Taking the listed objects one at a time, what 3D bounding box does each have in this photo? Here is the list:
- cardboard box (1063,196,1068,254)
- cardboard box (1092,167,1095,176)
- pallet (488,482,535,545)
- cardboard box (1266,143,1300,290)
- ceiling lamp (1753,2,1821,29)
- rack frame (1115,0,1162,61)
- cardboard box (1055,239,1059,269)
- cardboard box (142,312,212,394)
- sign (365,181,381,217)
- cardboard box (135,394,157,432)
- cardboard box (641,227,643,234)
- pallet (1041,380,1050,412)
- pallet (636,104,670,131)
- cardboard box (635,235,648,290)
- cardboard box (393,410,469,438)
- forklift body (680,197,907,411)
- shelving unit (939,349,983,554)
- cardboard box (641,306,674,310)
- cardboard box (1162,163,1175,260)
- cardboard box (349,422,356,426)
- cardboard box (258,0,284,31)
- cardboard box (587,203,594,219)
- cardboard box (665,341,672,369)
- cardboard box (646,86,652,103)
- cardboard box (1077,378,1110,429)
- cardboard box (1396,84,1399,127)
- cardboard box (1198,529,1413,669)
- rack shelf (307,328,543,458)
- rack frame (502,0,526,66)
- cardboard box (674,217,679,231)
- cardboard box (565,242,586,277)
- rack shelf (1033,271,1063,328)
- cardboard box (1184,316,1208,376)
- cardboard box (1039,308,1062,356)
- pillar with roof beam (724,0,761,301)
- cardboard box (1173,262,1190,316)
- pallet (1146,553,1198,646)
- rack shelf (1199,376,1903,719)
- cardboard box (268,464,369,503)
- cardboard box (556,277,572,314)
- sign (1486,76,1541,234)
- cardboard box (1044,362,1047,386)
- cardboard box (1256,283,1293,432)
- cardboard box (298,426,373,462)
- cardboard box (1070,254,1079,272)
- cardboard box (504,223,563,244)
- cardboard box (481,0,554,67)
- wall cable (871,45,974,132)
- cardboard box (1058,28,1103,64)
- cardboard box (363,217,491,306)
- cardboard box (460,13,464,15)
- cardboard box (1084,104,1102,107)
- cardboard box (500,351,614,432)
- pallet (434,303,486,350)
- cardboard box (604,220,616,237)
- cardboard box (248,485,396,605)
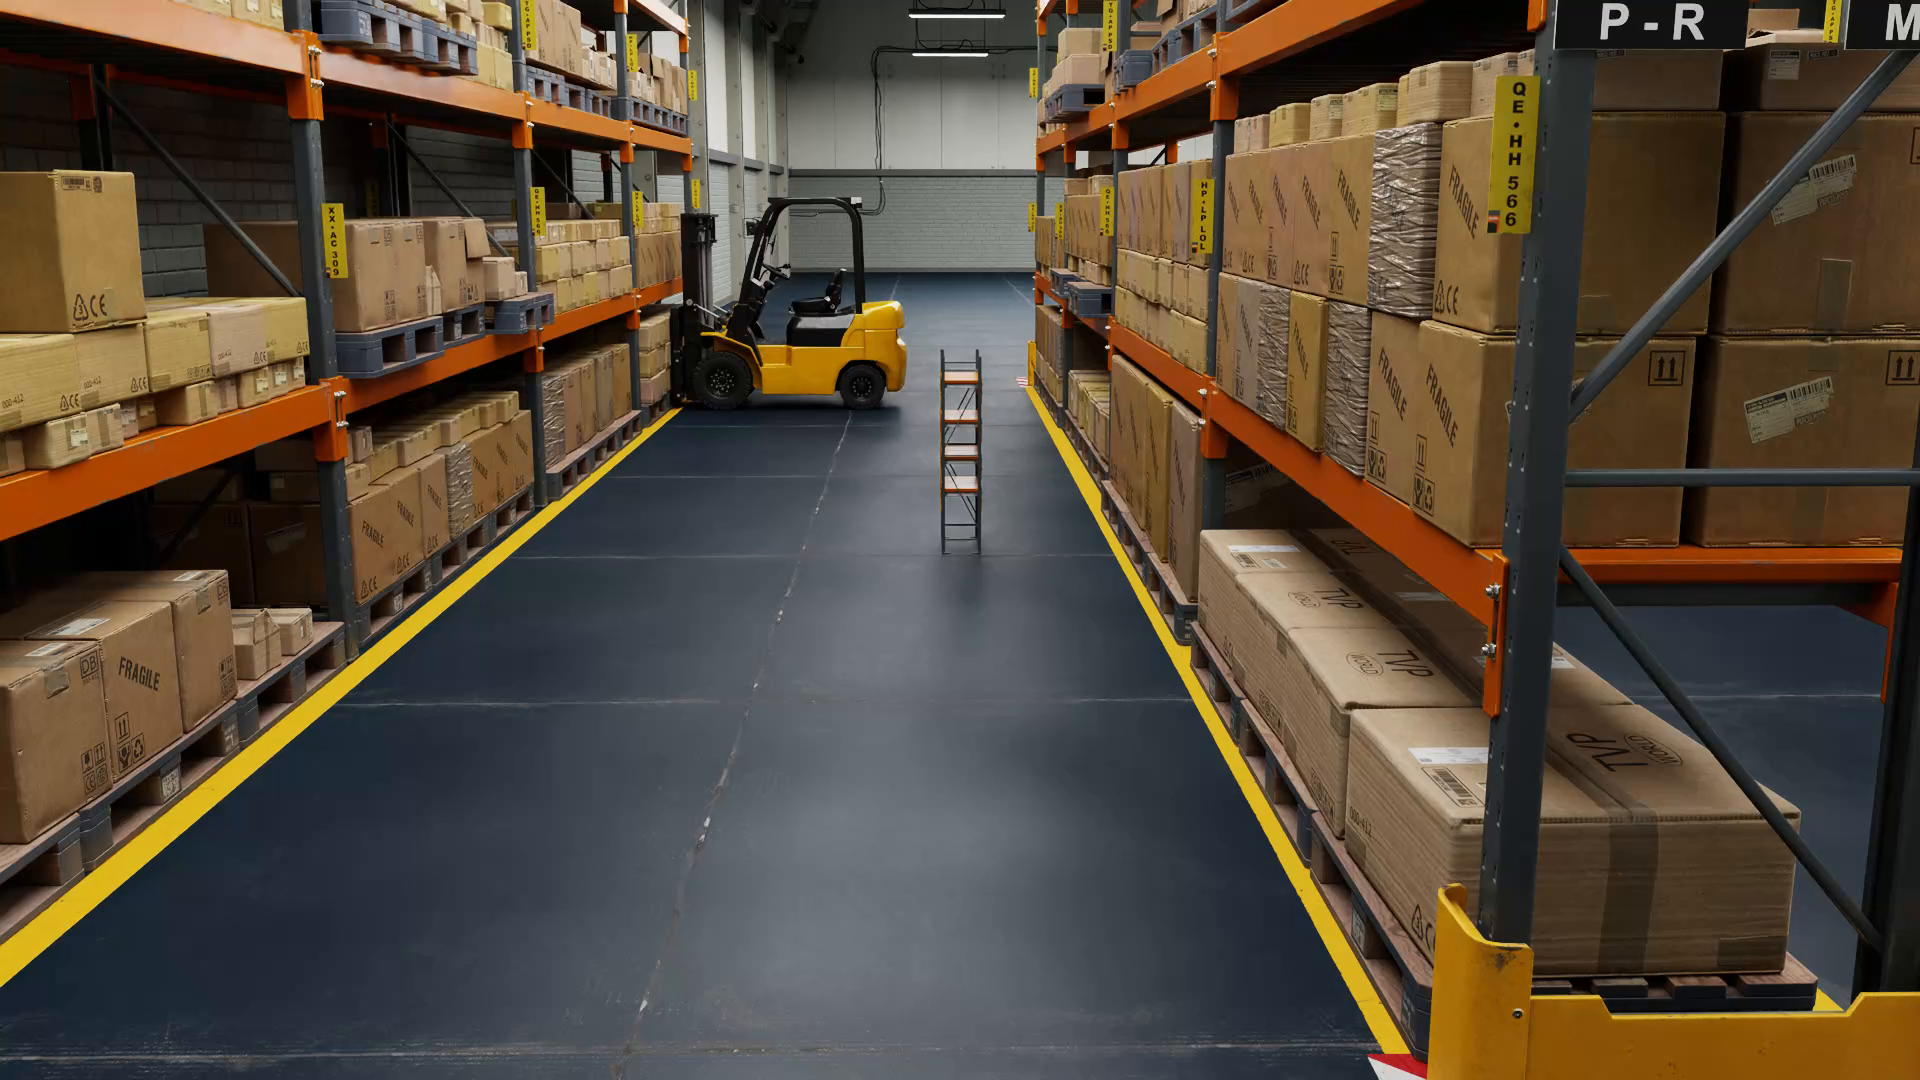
[{"bbox_3d":[1.191,-2.821,14.865,0.500,0.500,0.500,0,11,0],"label":"cardboard box"},{"bbox_3d":[1.704,-3.490,16.701,0.700,0.500,0.500,0,11,-2],"label":"cardboard box"},{"bbox_3d":[-3.434,-0.183,10.933,1.003,0.211,1.213,0,11,-1],"label":"pallet"},{"bbox_3d":[1.405,-1.166,5.994,0.500,0.500,0.500,0,11,0],"label":"cardboard box"},{"bbox_3d":[21.530,-14.252,43.495,2.000,3.185,0.800,0,11,-1],"label":"ceiling lamp"},{"bbox_3d":[1.551,-4.660,10.895,1.000,3.000,0.127,0,11,-1],"label":"rack frame"},{"bbox_3d":[1.193,-2.899,16.306,0.500,0.500,0.500,0,11,1],"label":"cardboard box"},{"bbox_3d":[-3.052,-0.677,5.980,0.500,0.250,0.500,0,11,-2],"label":"cardboard box"},{"bbox_3d":[-3.966,-2.263,11.258,0.100,0.325,0.005,0,11,-1],"label":"sign"},{"bbox_3d":[-3.108,-0.460,5.915,0.380,0.149,0.250,0,11,0],"label":"cardboard box"},{"bbox_3d":[-3.278,-3.028,16.059,0.380,0.149,0.250,0,11,-1],"label":"cardboard box"},{"bbox_3d":[1.391,-1.525,17.544,1.003,0.211,1.213,0,11,-1],"label":"pallet"},{"bbox_3d":[-3.560,-4.332,17.045,1.003,0.211,1.213,0,11,-1],"label":"pallet"},{"bbox_3d":[-3.242,-2.632,15.737,0.500,0.500,0.500,-1,11,-3],"label":"cardboard box"},{"bbox_3d":[-3.184,-0.691,10.022,0.380,0.149,0.250,0,11,-2],"label":"cardboard box"},{"bbox_3d":[-1.714,-2.504,17.490,2.313,2.155,1.214,0,11,-1],"label":"forklift body"},{"bbox_3d":[0.003,-0.555,10.278,0.258,1.200,0.503,0,11,-1],"label":"shelving unit"},{"bbox_3d":[-3.239,-2.445,18.413,0.500,0.250,0.500,0,11,0],"label":"cardboard box"},{"bbox_3d":[1.365,-1.755,8.900,0.500,0.500,0.500,0,11,1],"label":"cardboard box"},{"bbox_3d":[-3.669,-0.582,9.481,0.380,0.149,0.250,-1,11,-3],"label":"cardboard box"},{"bbox_3d":[-3.026,-2.180,6.849,0.380,0.149,0.250,0,11,-2],"label":"cardboard box"},{"bbox_3d":[-3.317,-3.123,15.776,0.380,0.149,0.250,0,11,0],"label":"cardboard box"},{"bbox_3d":[-3.207,-1.895,16.955,0.500,0.250,0.500,0,11,-2],"label":"cardboard box"},{"bbox_3d":[-3.216,-4.339,16.181,0.380,0.149,0.250,0,11,1],"label":"cardboard box"},{"bbox_3d":[1.500,-1.186,14.412,0.950,0.372,0.625,0,11,2],"label":"cardboard box"},{"bbox_3d":[1.491,-1.261,4.832,0.380,0.149,0.250,0,11,-2],"label":"cardboard box"},{"bbox_3d":[1.540,0.250,7.168,0.875,0.438,0.875,0,11,-2],"label":"cardboard box"},{"bbox_3d":[-3.370,-0.949,9.500,1.077,0.370,4.000,0,11,-1],"label":"rack shelf"},{"bbox_3d":[-3.411,-4.639,10.791,1.000,3.000,0.127,0,11,-1],"label":"rack frame"},{"bbox_3d":[-3.310,-3.486,18.313,0.380,0.149,0.250,0,11,0],"label":"cardboard box"},{"bbox_3d":[-3.178,-2.163,12.796,0.500,0.250,0.500,-1,11,-3],"label":"cardboard box"},{"bbox_3d":[1.427,-2.560,17.442,1.077,0.370,4.000,0,11,-1],"label":"rack shelf"},{"bbox_3d":[1.373,-0.939,8.022,0.500,0.250,0.500,-1,11,-3],"label":"cardboard box"},{"bbox_3d":[1.142,-2.266,18.156,0.500,0.500,0.500,-1,11,-3],"label":"cardboard box"},{"bbox_3d":[-0.531,-9.683,35.653,9.100,9.000,0.548,0,11,-1],"label":"pillar with roof beam"},{"bbox_3d":[1.364,-1.282,8.454,0.500,0.250,0.500,0,11,0],"label":"cardboard box"},{"bbox_3d":[1.543,0.289,8.604,1.003,0.211,1.213,0,11,-1],"label":"pallet"},{"bbox_3d":[1.675,-0.175,5.684,1.077,0.370,4.000,0,11,-1],"label":"rack shelf"},{"bbox_3d":[-3.070,-0.275,7.968,0.380,0.149,0.250,0,11,2],"label":"cardboard box"},{"bbox_3d":[-3.182,-1.814,12.335,0.500,0.250,0.500,0,11,-2],"label":"cardboard box"},{"bbox_3d":[1.174,-0.814,3.517,0.100,0.325,0.005,0,11,-1],"label":"sign"},{"bbox_3d":[1.153,-1.797,17.731,0.500,0.250,0.500,1,11,3],"label":"cardboard box"},{"bbox_3d":[1.392,-0.680,6.117,0.500,0.500,0.500,0,11,-1],"label":"cardboard box"},{"bbox_3d":[-3.123,-0.472,8.192,0.380,0.149,0.250,-1,11,-4],"label":"cardboard box"},{"bbox_3d":[1.160,-2.437,14.602,0.380,0.149,0.250,0,11,0],"label":"cardboard box"},{"bbox_3d":[-3.179,-2.286,12.400,0.380,0.149,0.250,0,11,-1],"label":"cardboard box"},{"bbox_3d":[-3.183,-3.618,11.743,0.500,0.500,0.500,0,11,-1],"label":"cardboard box"},{"bbox_3d":[-1.117,-13.606,50.099,3.097,2.526,0.112,0,11,-1],"label":"wall cable"},{"bbox_3d":[1.100,-4.145,13.968,0.500,0.250,0.500,0,11,-2],"label":"cardboard box"},{"bbox_3d":[-3.193,-1.631,9.740,0.797,0.503,0.637,-1,11,-2],"label":"cardboard box"},{"bbox_3d":[-3.190,-3.213,9.935,0.380,0.149,0.250,0,11,-2],"label":"cardboard box"},{"bbox_3d":[1.190,-4.144,15.527,0.500,0.250,0.500,0,11,-2],"label":"cardboard box"},{"bbox_3d":[-3.464,-1.278,14.230,0.875,0.625,0.625,0,11,-2],"label":"cardboard box"},{"bbox_3d":[-3.367,-1.218,9.501,1.003,0.211,1.213,0,11,-1],"label":"pallet"},{"bbox_3d":[-3.242,-2.742,14.650,0.380,0.149,0.250,0,11,-2],"label":"cardboard box"},{"bbox_3d":[-3.114,0.019,8.154,0.500,0.500,0.500,0,11,1],"label":"cardboard box"}]
